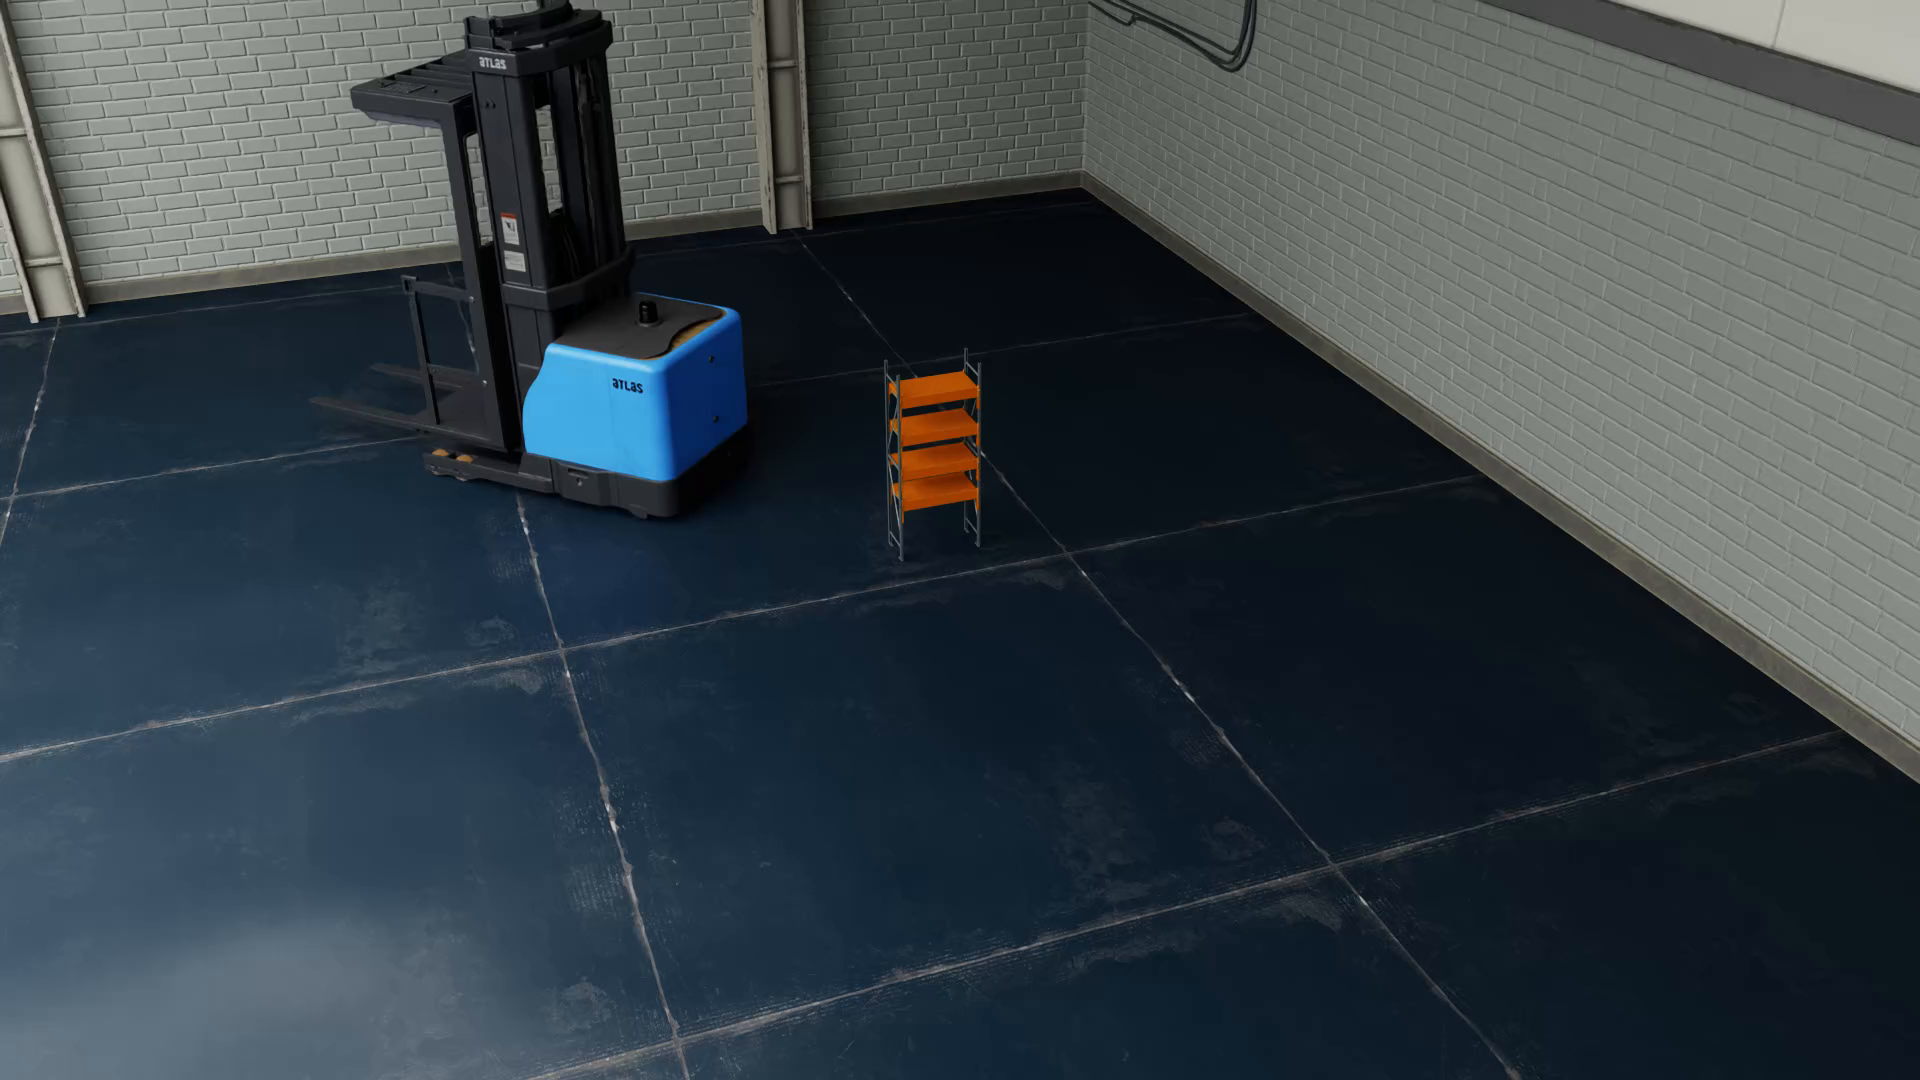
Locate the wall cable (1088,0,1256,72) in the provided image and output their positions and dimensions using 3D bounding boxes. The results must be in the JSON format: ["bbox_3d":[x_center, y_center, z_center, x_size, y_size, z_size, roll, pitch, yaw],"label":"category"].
[{"bbox_3d":[1.659,-5.306,13.459,0.112,2.526,3.097,-10,31,-18],"label":"wall cable"}]

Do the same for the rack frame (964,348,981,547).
[{"bbox_3d":[0.074,-0.535,9.827,0.015,1.200,0.240,-10,31,-18],"label":"rack frame"}]

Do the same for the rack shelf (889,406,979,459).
[{"bbox_3d":[-0.155,-0.629,9.676,0.480,0.148,0.258,-10,31,-18],"label":"rack shelf"}]

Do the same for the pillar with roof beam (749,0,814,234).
[{"bbox_3d":[-0.062,-4.762,9.369,0.400,9.000,9.100,-10,31,-18],"label":"pillar with roof beam"}]

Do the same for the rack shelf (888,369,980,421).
[{"bbox_3d":[-0.155,-0.834,9.559,0.480,0.148,0.258,-10,31,-18],"label":"rack shelf"}]

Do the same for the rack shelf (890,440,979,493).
[{"bbox_3d":[-0.155,-0.434,9.787,0.480,0.148,0.258,-10,31,-18],"label":"rack shelf"}]

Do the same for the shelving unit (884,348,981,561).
[{"bbox_3d":[-0.155,-0.493,9.753,0.503,1.200,0.258,-10,31,-18],"label":"shelving unit"}]

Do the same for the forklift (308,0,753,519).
[{"bbox_3d":[-2.928,-1.878,10.436,3.031,2.935,1.130,13,32,21],"label":"forklift"}]

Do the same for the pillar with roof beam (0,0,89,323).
[{"bbox_3d":[-5.686,-3.727,7.551,0.400,9.000,9.100,-10,31,-18],"label":"pillar with roof beam"}]

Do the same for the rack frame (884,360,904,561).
[{"bbox_3d":[-0.384,-0.451,9.679,0.015,1.200,0.240,-10,31,-18],"label":"rack frame"}]

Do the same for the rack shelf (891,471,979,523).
[{"bbox_3d":[-0.155,-0.262,9.885,0.480,0.148,0.258,-10,31,-18],"label":"rack shelf"}]
